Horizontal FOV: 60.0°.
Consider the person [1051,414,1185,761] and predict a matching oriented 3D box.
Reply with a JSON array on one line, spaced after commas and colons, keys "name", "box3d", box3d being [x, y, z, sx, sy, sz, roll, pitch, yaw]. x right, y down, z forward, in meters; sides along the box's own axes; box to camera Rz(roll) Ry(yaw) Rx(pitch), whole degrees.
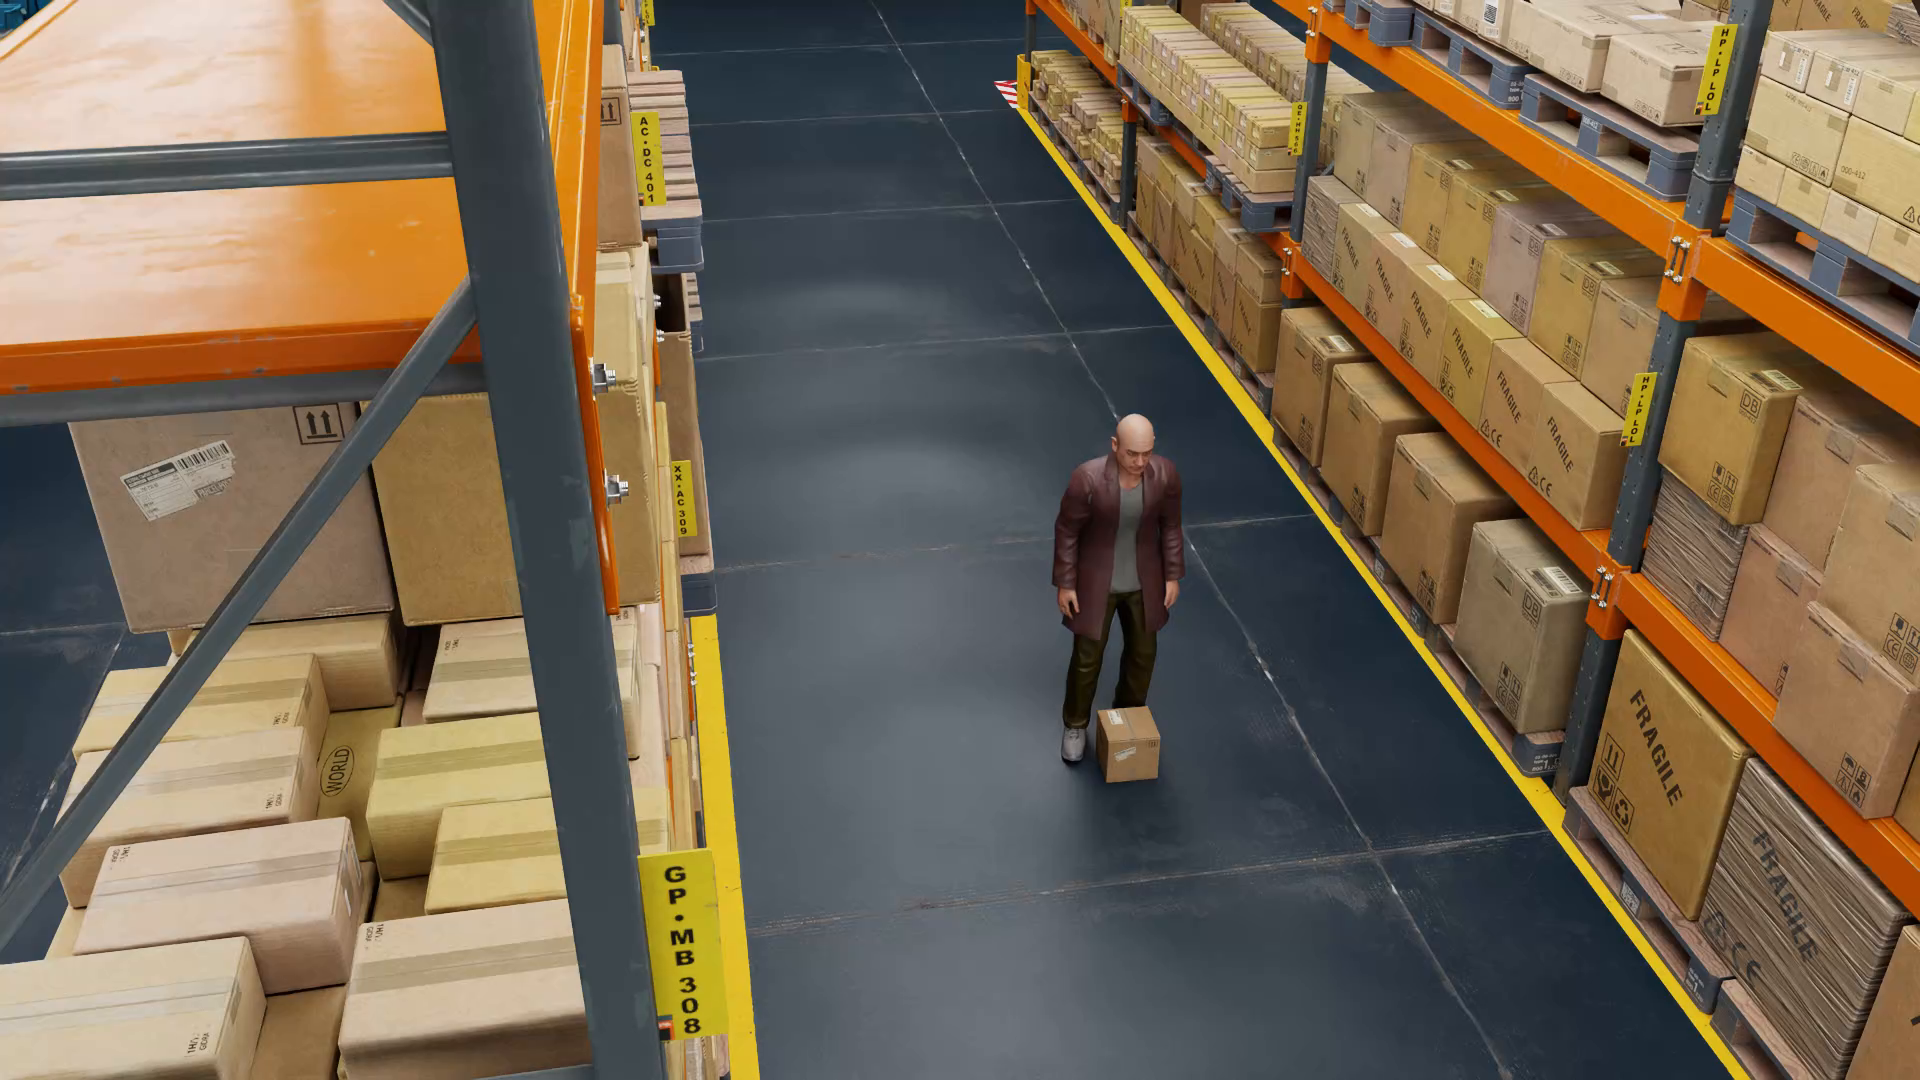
[{"name": "person", "box3d": [0.745, 0.201, 7.813, 0.641, 1.773, 0.428, -5, 31, -9]}]
